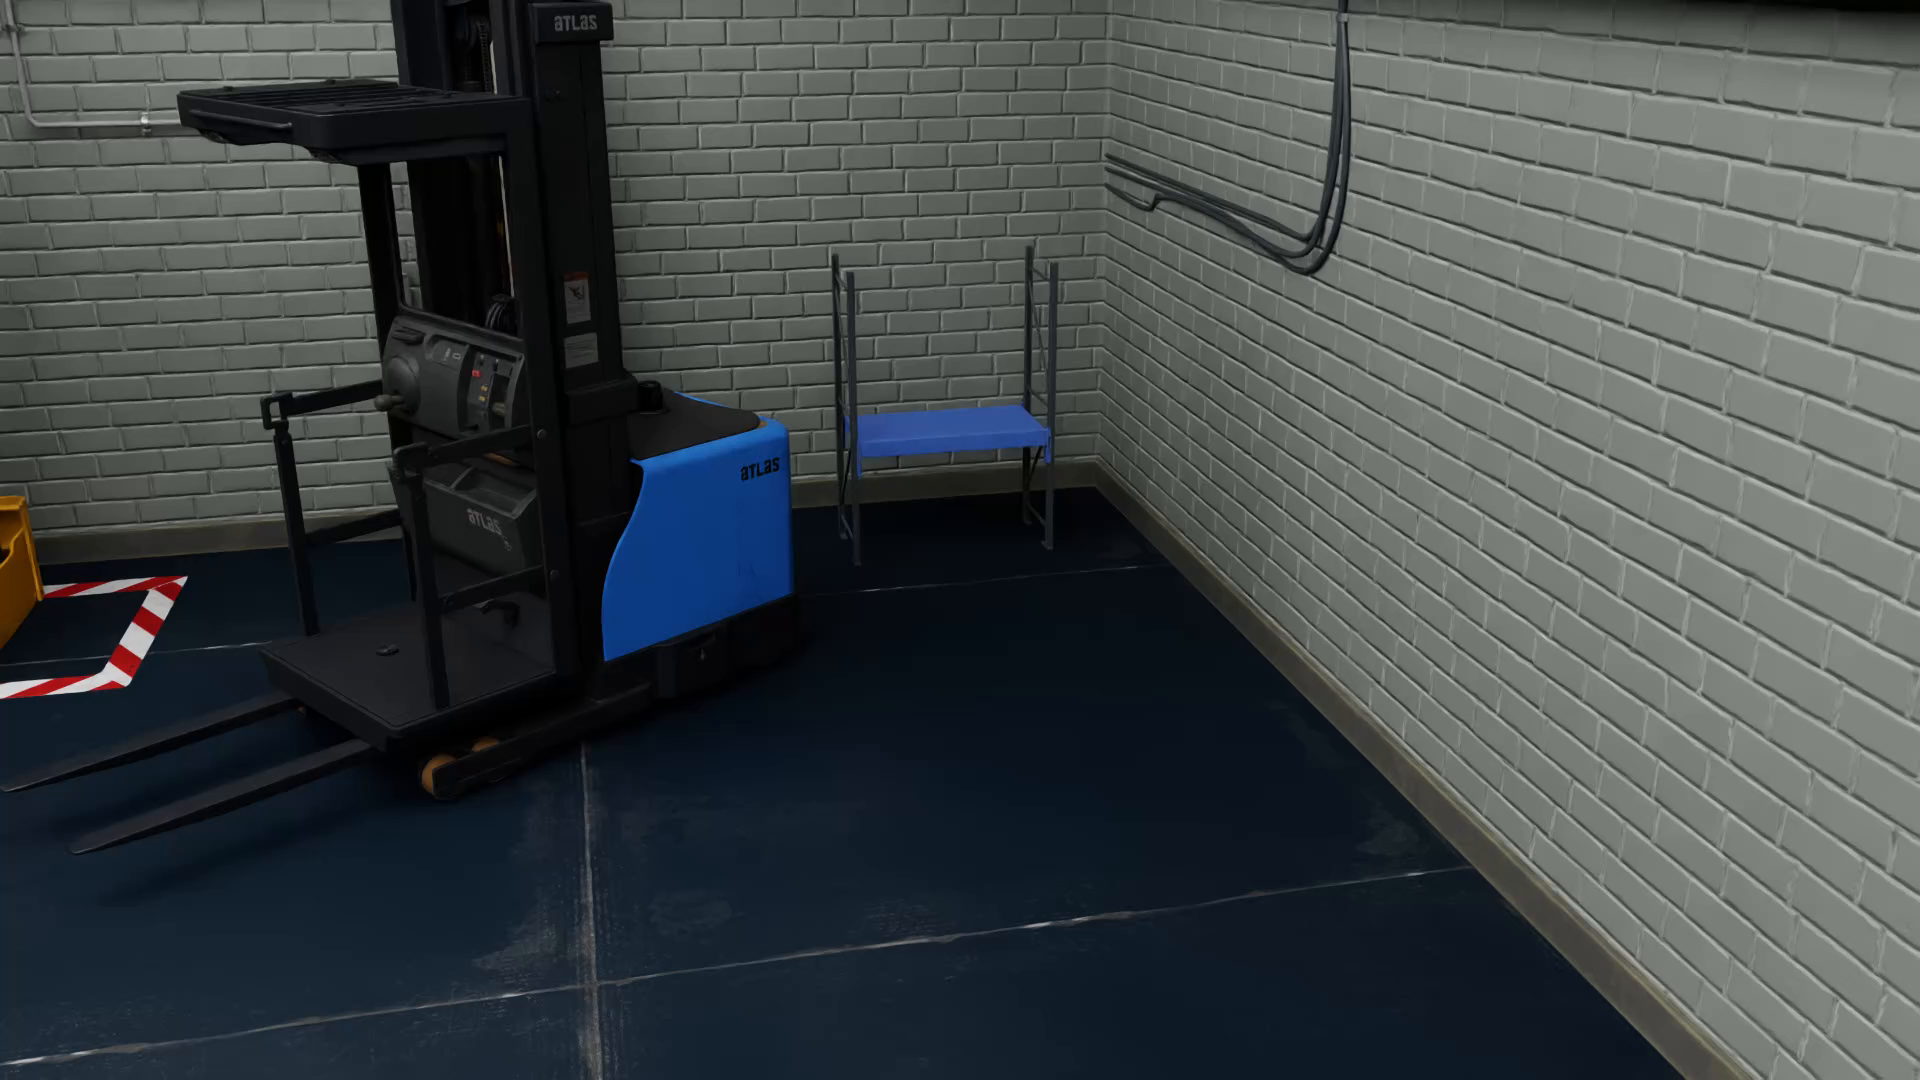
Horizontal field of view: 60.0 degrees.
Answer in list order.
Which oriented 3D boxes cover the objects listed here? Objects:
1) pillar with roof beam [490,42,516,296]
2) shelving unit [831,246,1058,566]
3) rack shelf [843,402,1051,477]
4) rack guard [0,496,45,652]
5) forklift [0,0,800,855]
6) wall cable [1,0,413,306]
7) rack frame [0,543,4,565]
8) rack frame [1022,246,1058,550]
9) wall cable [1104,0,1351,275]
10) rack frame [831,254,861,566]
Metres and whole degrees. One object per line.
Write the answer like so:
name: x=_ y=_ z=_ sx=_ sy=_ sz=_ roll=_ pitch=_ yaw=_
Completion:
pillar with roof beam: x=-1.092 y=-2.824 z=3.440 sx=0.400 sy=9.000 sz=9.100 roll=-5 pitch=21 yaw=-12
shelving unit: x=-0.083 y=-0.697 z=8.538 sx=1.048 sy=1.500 sz=0.538 roll=-5 pitch=21 yaw=-12
rack shelf: x=-0.083 y=-0.529 z=8.600 sx=1.000 sy=0.185 sz=0.538 roll=-5 pitch=21 yaw=-12
rack guard: x=-4.487 y=0.227 z=7.467 sx=0.348 sy=0.500 sz=1.175 roll=-5 pitch=21 yaw=-12
forklift: x=-2.084 y=-0.608 z=6.212 sx=1.130 sy=2.935 sz=3.031 roll=18 pitch=27 yaw=40
wall cable: x=-3.482 y=-1.840 z=7.999 sx=1.851 sy=1.984 sz=0.084 roll=-5 pitch=21 yaw=-12
rack frame: x=-4.511 y=-0.945 z=7.032 sx=0.127 sy=3.000 sz=1.000 roll=-5 pitch=21 yaw=-12
rack frame: x=0.412 y=-0.738 z=8.648 sx=0.032 sy=1.500 sz=0.500 roll=-5 pitch=21 yaw=-12
wall cable: x=1.076 y=-2.632 z=7.430 sx=0.112 sy=2.526 sz=3.097 roll=-5 pitch=21 yaw=-12
rack frame: x=-0.578 y=-0.657 z=8.428 sx=0.032 sy=1.500 sz=0.500 roll=-5 pitch=21 yaw=-12
